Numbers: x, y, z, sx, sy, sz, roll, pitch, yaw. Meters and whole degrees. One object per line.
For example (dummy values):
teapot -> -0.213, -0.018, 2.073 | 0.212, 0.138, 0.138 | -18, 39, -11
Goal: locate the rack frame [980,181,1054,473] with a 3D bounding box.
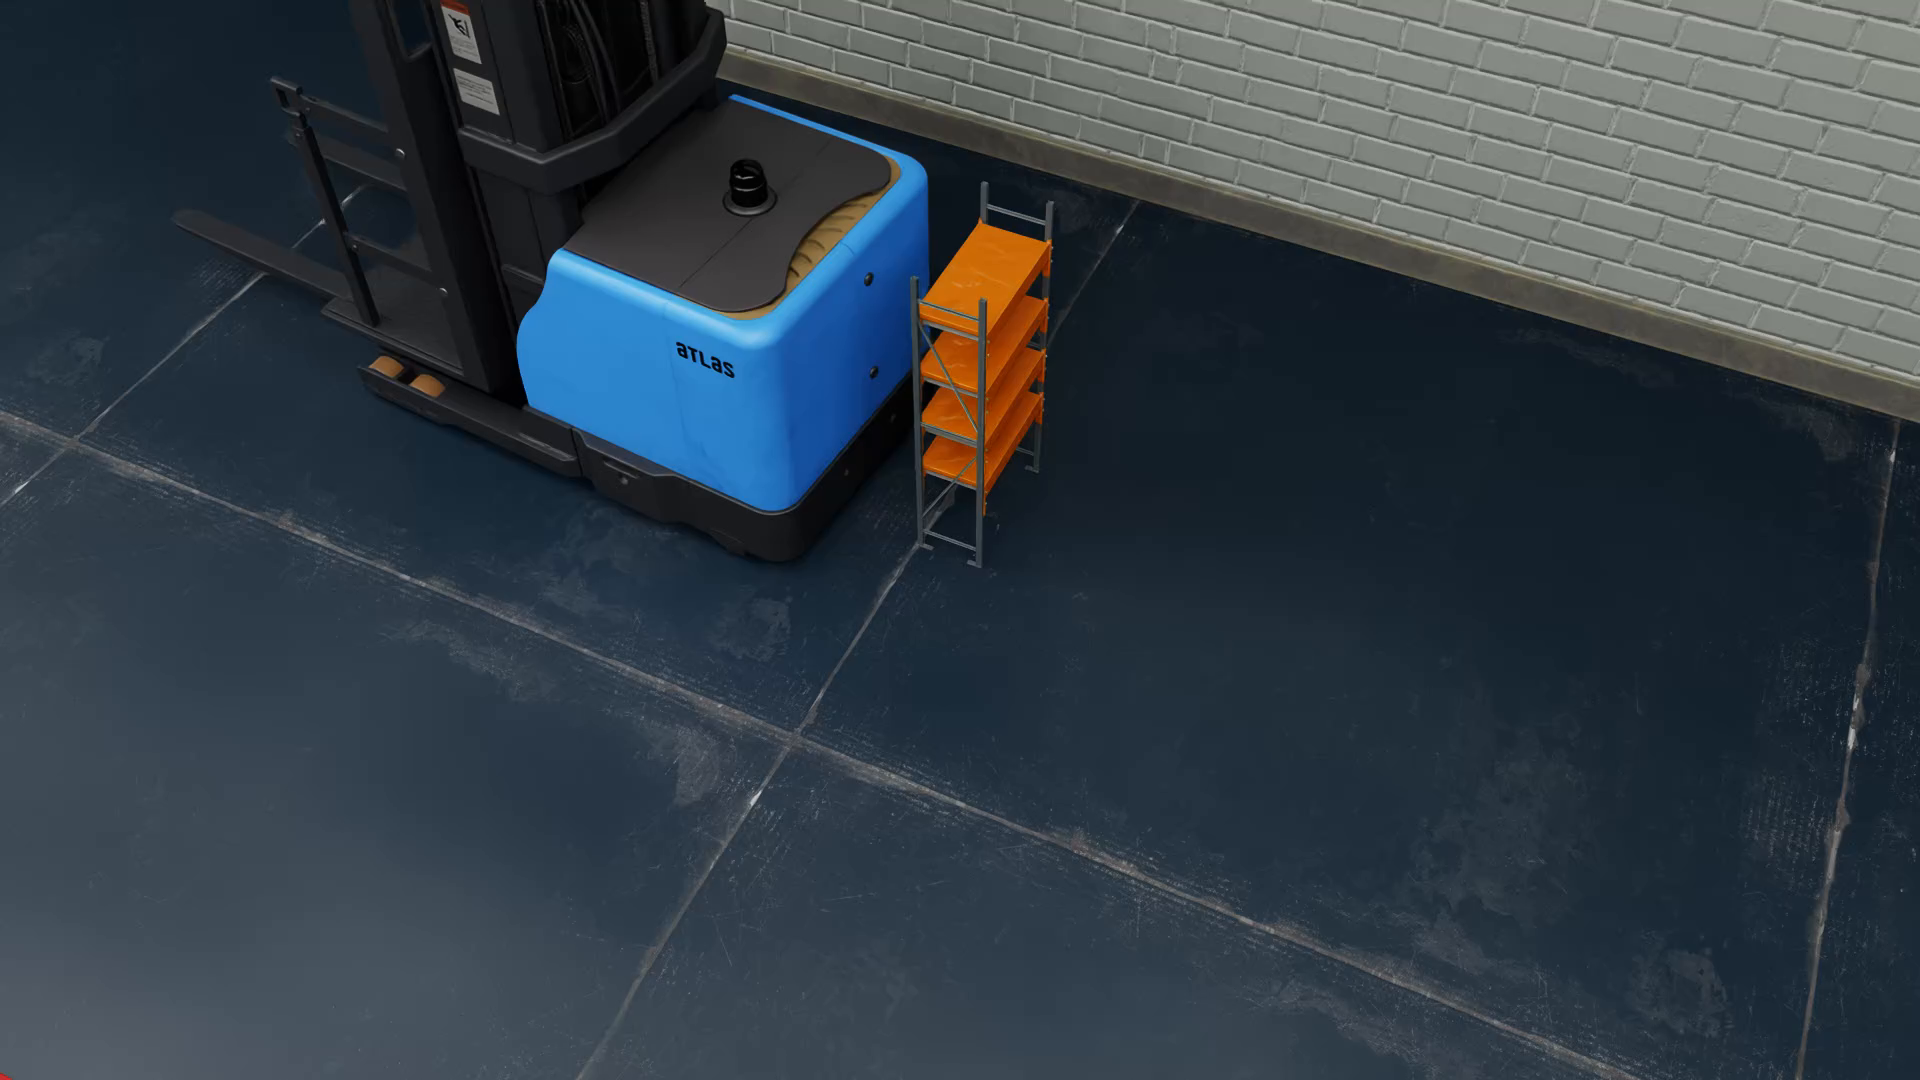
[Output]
rack frame -> 0.175, -0.671, 5.533 | 0.240, 1.200, 0.015 | 20, 52, 16

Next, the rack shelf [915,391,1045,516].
rack shelf -> 0.071, -0.331, 5.592 | 0.258, 0.148, 0.480 | 20, 52, 16

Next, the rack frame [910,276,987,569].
rack frame -> -0.034, -0.335, 5.247 | 0.240, 1.200, 0.015 | 20, 52, 16

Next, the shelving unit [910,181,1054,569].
shelving unit -> 0.071, -0.503, 5.390 | 0.258, 1.200, 0.503 | 20, 52, 16

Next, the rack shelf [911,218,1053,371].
rack shelf -> 0.071, -0.757, 5.091 | 0.258, 0.148, 0.480 | 20, 52, 16

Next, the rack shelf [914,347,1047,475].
rack shelf -> 0.071, -0.459, 5.441 | 0.258, 0.148, 0.480 | 20, 52, 16

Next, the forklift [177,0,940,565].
forklift -> -1.596, -1.708, 5.278 | 3.031, 2.935, 1.130 | 24, 54, 19

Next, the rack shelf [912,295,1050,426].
rack shelf -> 0.071, -0.604, 5.271 | 0.258, 0.148, 0.480 | 20, 52, 16
